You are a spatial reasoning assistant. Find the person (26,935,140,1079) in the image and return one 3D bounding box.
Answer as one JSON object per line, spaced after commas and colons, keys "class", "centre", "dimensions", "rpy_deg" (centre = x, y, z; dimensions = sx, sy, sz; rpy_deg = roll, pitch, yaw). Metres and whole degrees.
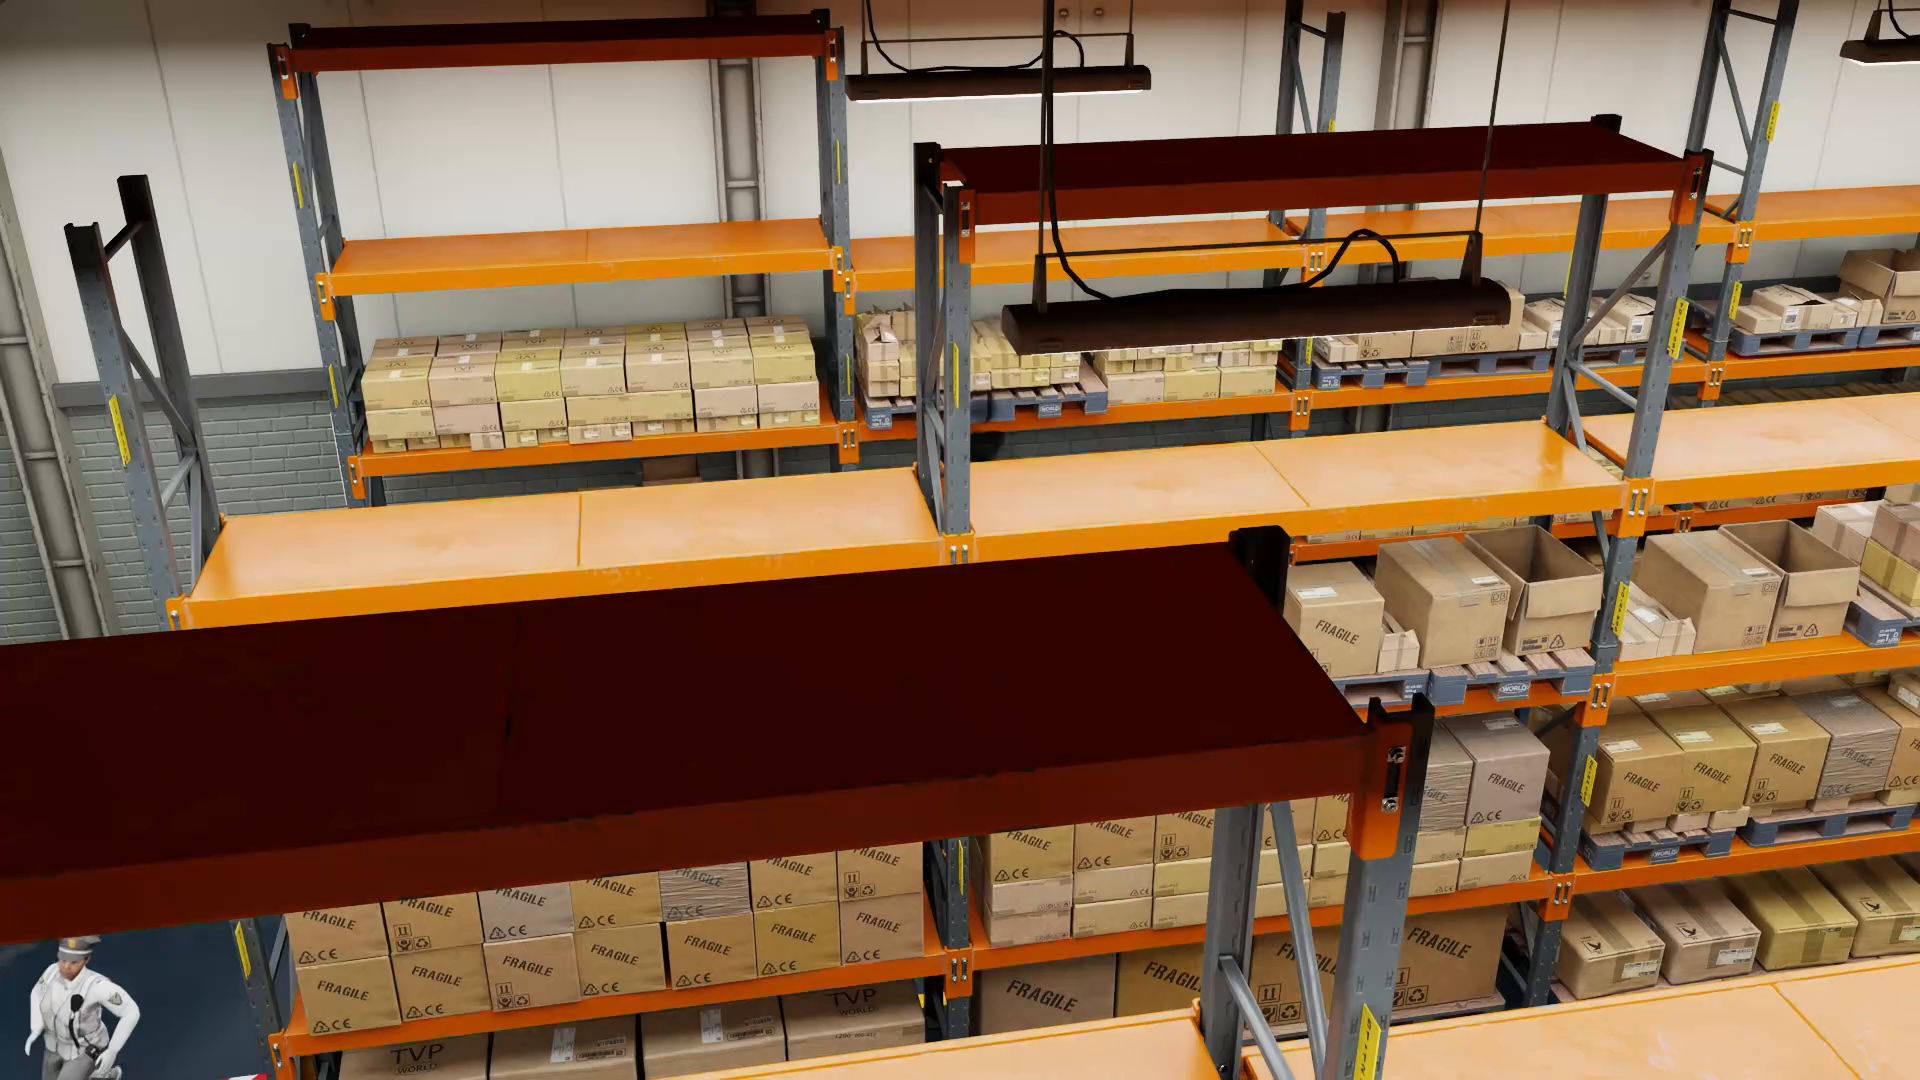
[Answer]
{"class": "person", "centre": [-5.357, 3.081, 10.041], "dimensions": [0.680, 1.613, 0.737], "rpy_deg": [13, 29, 24]}
